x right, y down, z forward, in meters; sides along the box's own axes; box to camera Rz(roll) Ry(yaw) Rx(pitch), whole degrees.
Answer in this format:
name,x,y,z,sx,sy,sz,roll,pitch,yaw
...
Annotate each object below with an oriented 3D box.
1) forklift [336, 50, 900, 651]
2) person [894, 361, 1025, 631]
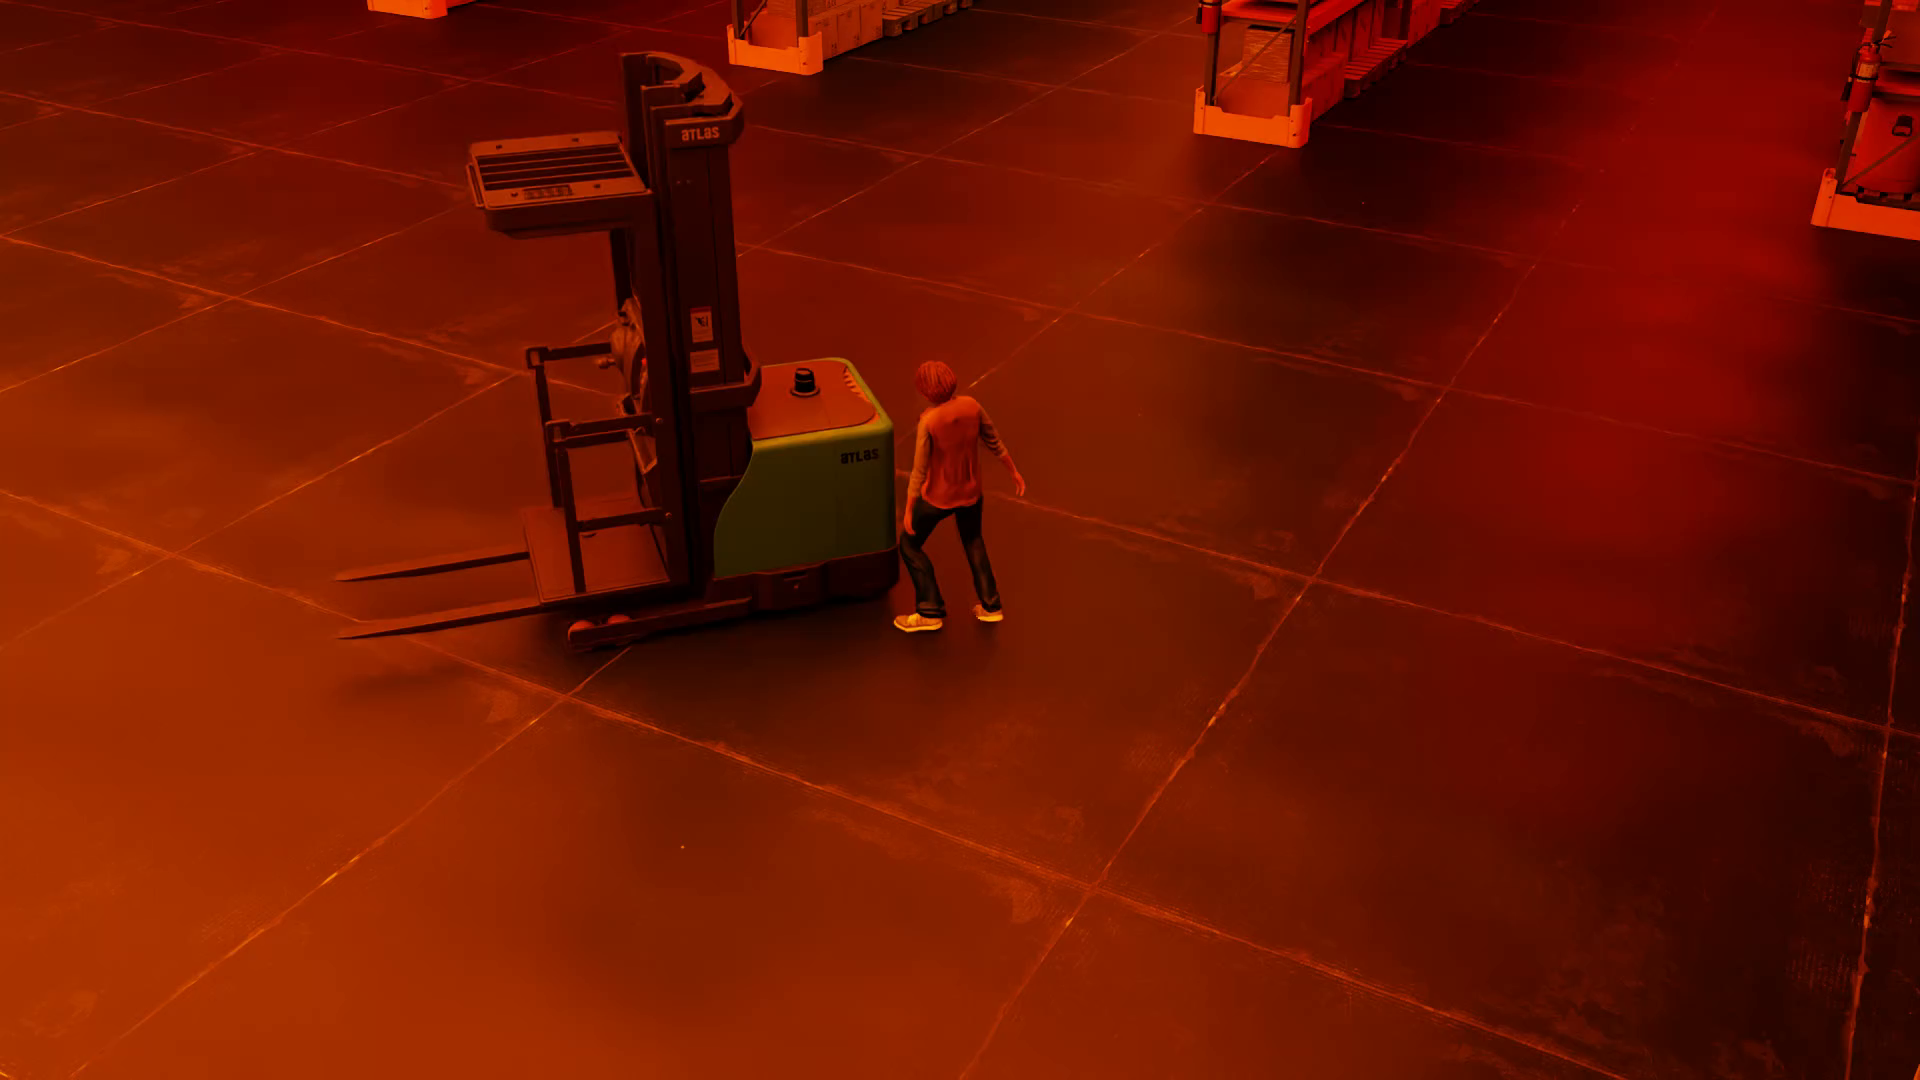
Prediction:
name,x,y,z,sx,sy,sz,roll,pitch,yaw
forklift,-1.918,-0.963,8.738,3.031,2.935,1.130,-10,31,-16
person,0.007,-0.220,8.892,0.747,1.548,0.440,-15,33,-24
